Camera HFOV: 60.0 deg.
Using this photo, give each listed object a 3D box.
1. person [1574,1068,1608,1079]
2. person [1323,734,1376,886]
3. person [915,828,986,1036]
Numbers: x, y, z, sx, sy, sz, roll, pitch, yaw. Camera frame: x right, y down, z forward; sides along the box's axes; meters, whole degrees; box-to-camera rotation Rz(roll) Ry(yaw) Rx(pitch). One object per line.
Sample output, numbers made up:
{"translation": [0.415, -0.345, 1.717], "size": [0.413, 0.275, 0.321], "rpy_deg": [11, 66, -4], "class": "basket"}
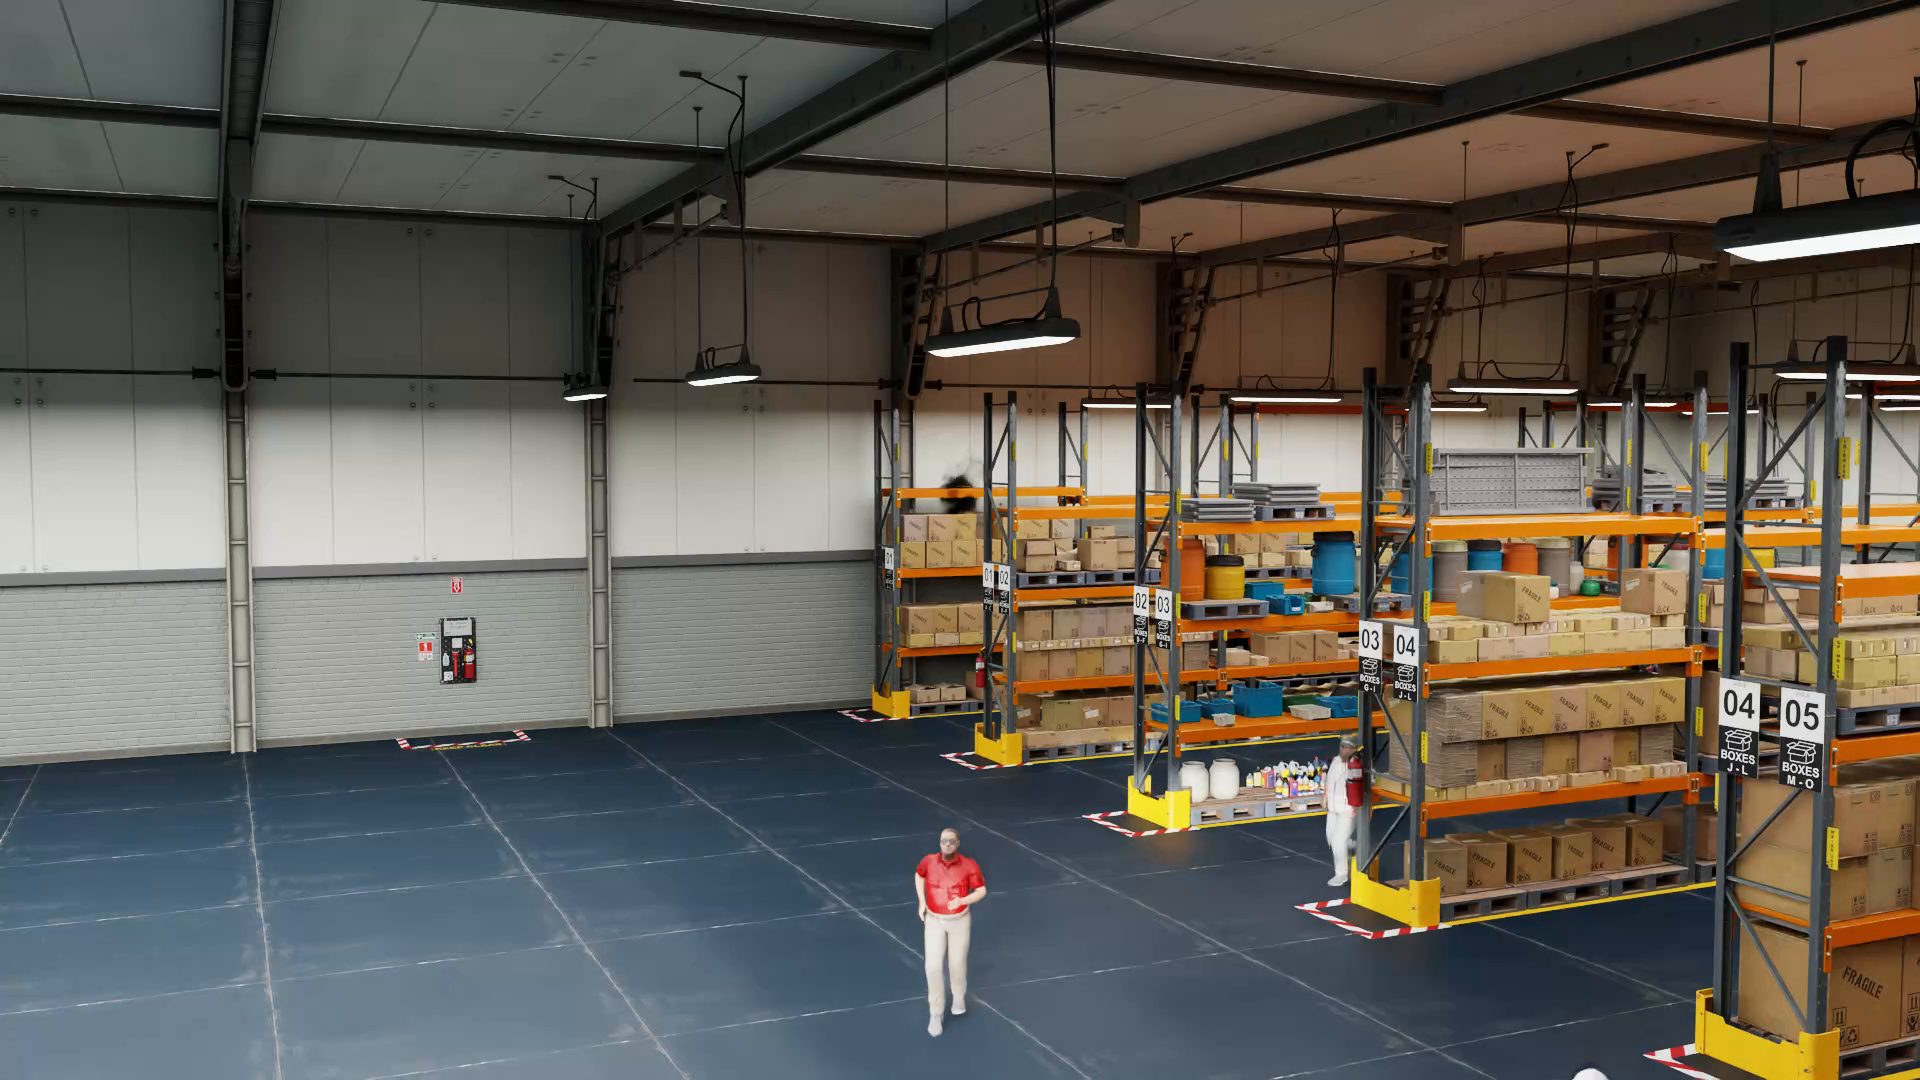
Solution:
{"translation": [3.403, 3.740, 8.996], "size": [0.699, 1.803, 0.963], "rpy_deg": [1, 3, 18], "class": "person"}
{"translation": [4.589, 3.158, 19.626], "size": [0.725, 1.752, 0.678], "rpy_deg": [-2, 4, -35], "class": "person"}
{"translation": [-0.095, 3.449, 14.810], "size": [0.662, 1.785, 0.739], "rpy_deg": [0, 3, 6], "class": "person"}
